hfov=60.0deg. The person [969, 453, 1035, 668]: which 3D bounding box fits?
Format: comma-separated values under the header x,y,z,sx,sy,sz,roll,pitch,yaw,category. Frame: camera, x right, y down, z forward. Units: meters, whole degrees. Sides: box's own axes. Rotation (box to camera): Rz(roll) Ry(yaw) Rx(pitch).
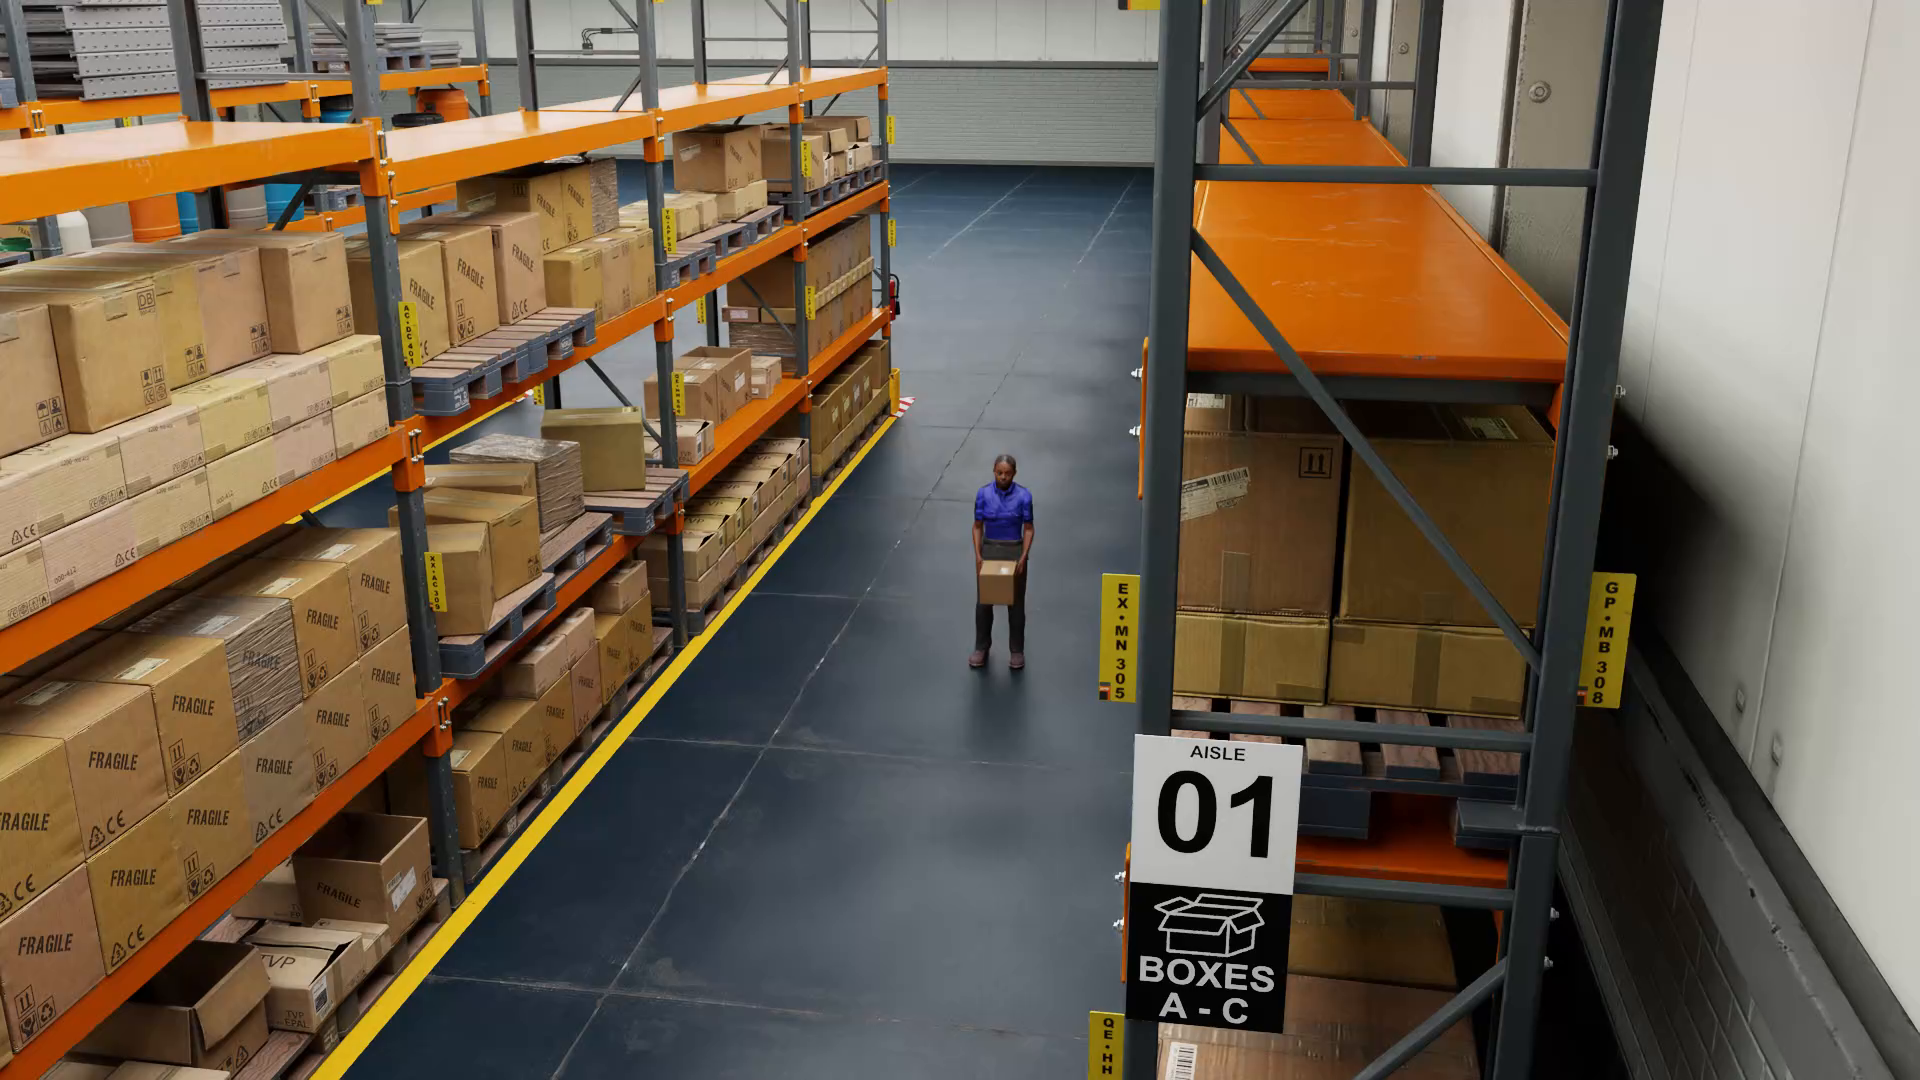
x,y,z,sx,sy,sz,roll,pitch,yaw,category
0.318,0.151,12.588,0.484,1.662,0.378,3,18,8,person
